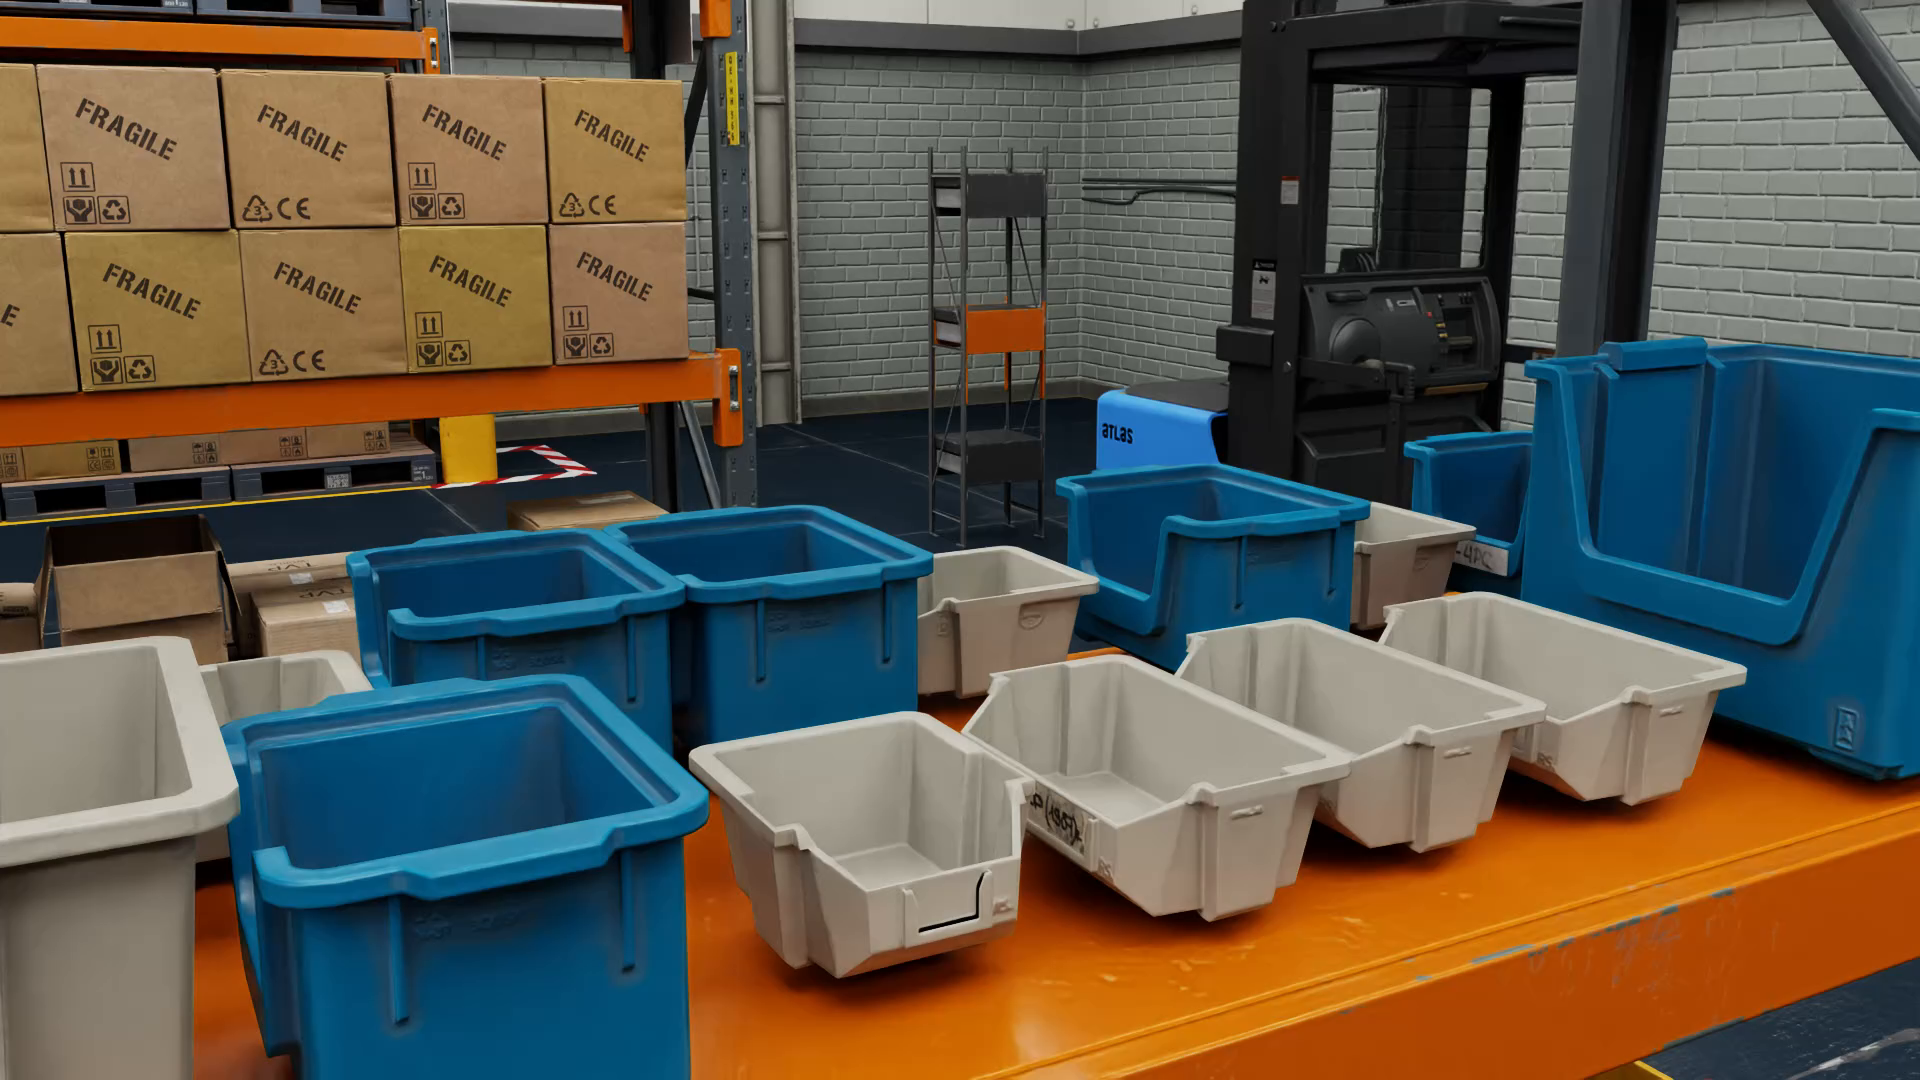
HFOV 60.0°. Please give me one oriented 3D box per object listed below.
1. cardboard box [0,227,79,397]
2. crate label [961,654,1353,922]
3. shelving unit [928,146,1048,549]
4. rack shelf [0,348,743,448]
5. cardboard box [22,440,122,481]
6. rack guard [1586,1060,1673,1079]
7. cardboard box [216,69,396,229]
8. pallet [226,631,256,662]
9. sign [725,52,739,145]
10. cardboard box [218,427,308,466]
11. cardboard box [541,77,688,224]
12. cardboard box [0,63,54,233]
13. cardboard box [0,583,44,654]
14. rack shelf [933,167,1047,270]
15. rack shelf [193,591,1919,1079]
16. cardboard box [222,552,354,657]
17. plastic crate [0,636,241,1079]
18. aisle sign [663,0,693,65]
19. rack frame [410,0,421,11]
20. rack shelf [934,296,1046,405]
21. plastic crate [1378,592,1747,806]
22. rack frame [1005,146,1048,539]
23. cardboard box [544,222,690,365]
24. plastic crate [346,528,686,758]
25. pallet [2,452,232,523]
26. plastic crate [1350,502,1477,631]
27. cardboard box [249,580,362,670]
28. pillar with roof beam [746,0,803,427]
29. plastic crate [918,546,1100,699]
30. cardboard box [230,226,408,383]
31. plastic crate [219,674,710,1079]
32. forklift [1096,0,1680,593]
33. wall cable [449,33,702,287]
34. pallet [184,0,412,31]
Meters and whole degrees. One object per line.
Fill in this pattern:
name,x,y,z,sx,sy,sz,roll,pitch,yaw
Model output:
cardboard box,-3.121,-0.729,5.289,0.500,0.500,0.500,-7,14,-28
crate label,0.171,0.243,1.660,0.243,0.136,0.396,-7,14,-28
shelving unit,0.145,-1.042,8.956,0.503,2.100,0.431,-7,14,-28
rack shelf,-2.832,-0.432,5.835,4.000,0.370,1.077,-7,14,-28
cardboard box,-5.364,-0.677,10.022,0.500,0.500,0.700,-6,14,-27
rack guard,1.309,1.176,2.744,0.348,0.500,1.175,-7,14,-28
cardboard box,-2.231,-1.321,5.643,0.500,0.500,0.500,-6,14,-26
pallet,-2.912,0.587,6.022,1.213,0.211,1.003,-7,14,-28
sign,-0.828,-1.603,6.045,0.005,0.325,0.100,-7,14,-28
cardboard box,-4.458,-0.787,10.513,0.500,0.500,0.700,-7,14,-28
cardboard box,-1.335,-1.430,6.127,0.500,0.500,0.500,-7,14,-28
cardboard box,-3.134,-1.213,5.161,0.500,0.500,0.500,-7,15,-30
cardboard box,-3.564,0.331,5.928,0.500,0.311,0.500,-7,14,-28
rack shelf,0.145,-1.711,8.805,0.480,0.518,0.431,-7,14,-28
rack shelf,-0.461,0.523,1.592,4.000,0.370,1.077,-7,14,-28
cardboard box,-2.567,0.241,6.466,0.500,0.250,0.500,-7,14,-28
plastic crate,-0.788,0.286,1.140,0.530,0.282,0.437,-7,14,-28
aisle sign,-1.157,-2.325,6.689,0.004,0.787,0.394,-7,14,-28
rack frame,-3.453,-4.874,10.273,0.127,3.000,1.000,-7,14,-28
rack shelf,0.145,-1.028,8.959,0.480,0.518,0.431,-7,14,-28
plastic crate,0.665,0.182,1.934,0.243,0.136,0.396,-7,14,-28
rack frame,0.359,-1.067,9.070,0.015,2.100,0.400,-7,14,-28
cardboard box,-1.339,-0.943,6.238,0.500,0.500,0.500,-6,14,-26
plastic crate,-0.499,0.147,1.870,0.300,0.233,0.416,-7,14,-28
pallet,-5.187,-0.360,10.230,1.213,0.211,1.003,-7,14,-28
plastic crate,0.598,0.041,2.557,0.298,0.136,0.250,-7,14,-28
cardboard box,-2.283,0.332,6.061,0.500,0.250,0.500,-7,14,-28
pillar with roof beam,0.565,-4.495,8.589,0.400,9.000,9.100,-7,14,-28
plastic crate,0.003,0.113,2.240,0.298,0.136,0.250,-7,14,-28
cardboard box,-2.233,-0.836,5.764,0.500,0.500,0.500,-7,14,-27
plastic crate,-0.386,0.280,1.280,0.300,0.233,0.416,-7,14,-28
forklift,1.746,-0.790,5.944,1.130,2.935,3.031,-7,15,-30
wall cable,-2.782,-2.760,12.228,1.851,1.984,0.084,-7,14,-28
pallet,-4.099,-3.288,10.256,1.213,0.211,1.003,-7,14,-28
